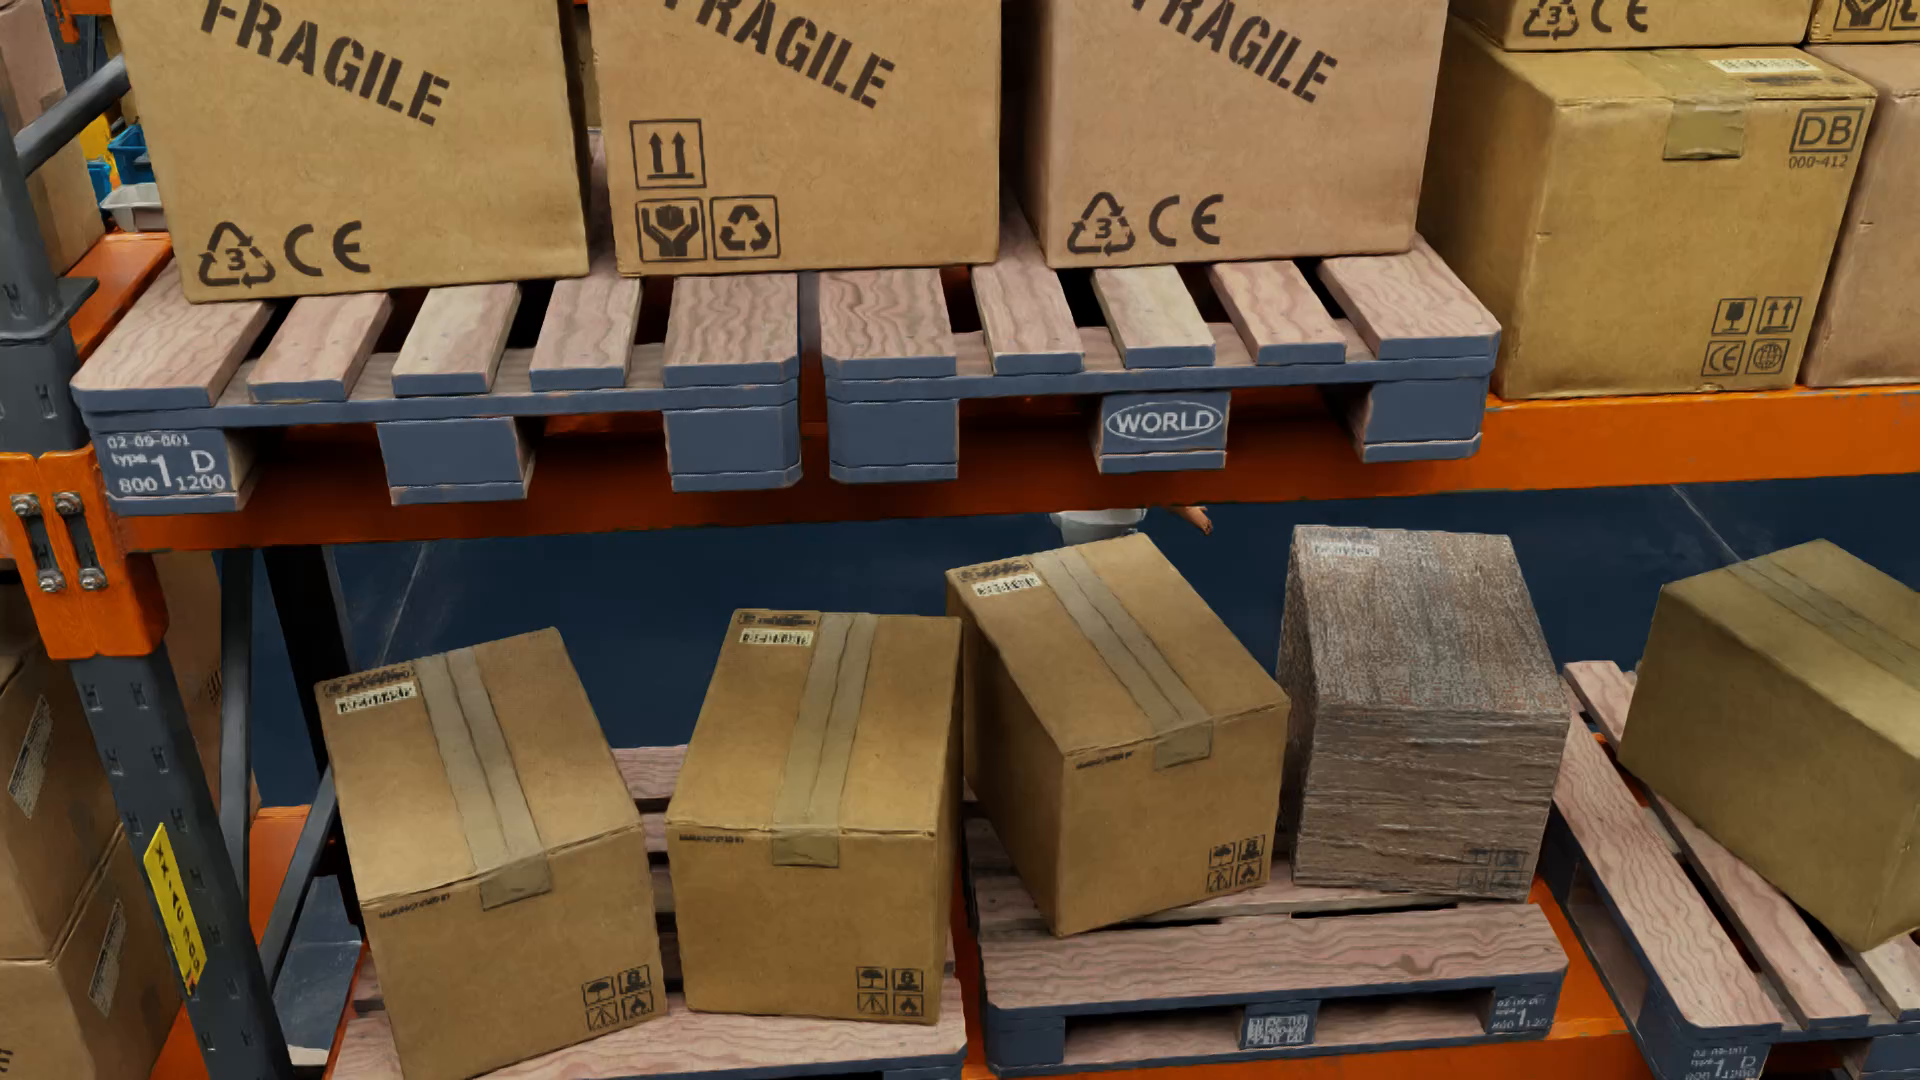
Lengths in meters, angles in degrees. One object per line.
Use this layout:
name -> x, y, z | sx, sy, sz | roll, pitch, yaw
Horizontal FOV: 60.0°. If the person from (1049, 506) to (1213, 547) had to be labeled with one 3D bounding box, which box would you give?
person -> 0.603, -0.150, 6.385 | 0.909, 1.628, 0.655 | -10, 33, -16
